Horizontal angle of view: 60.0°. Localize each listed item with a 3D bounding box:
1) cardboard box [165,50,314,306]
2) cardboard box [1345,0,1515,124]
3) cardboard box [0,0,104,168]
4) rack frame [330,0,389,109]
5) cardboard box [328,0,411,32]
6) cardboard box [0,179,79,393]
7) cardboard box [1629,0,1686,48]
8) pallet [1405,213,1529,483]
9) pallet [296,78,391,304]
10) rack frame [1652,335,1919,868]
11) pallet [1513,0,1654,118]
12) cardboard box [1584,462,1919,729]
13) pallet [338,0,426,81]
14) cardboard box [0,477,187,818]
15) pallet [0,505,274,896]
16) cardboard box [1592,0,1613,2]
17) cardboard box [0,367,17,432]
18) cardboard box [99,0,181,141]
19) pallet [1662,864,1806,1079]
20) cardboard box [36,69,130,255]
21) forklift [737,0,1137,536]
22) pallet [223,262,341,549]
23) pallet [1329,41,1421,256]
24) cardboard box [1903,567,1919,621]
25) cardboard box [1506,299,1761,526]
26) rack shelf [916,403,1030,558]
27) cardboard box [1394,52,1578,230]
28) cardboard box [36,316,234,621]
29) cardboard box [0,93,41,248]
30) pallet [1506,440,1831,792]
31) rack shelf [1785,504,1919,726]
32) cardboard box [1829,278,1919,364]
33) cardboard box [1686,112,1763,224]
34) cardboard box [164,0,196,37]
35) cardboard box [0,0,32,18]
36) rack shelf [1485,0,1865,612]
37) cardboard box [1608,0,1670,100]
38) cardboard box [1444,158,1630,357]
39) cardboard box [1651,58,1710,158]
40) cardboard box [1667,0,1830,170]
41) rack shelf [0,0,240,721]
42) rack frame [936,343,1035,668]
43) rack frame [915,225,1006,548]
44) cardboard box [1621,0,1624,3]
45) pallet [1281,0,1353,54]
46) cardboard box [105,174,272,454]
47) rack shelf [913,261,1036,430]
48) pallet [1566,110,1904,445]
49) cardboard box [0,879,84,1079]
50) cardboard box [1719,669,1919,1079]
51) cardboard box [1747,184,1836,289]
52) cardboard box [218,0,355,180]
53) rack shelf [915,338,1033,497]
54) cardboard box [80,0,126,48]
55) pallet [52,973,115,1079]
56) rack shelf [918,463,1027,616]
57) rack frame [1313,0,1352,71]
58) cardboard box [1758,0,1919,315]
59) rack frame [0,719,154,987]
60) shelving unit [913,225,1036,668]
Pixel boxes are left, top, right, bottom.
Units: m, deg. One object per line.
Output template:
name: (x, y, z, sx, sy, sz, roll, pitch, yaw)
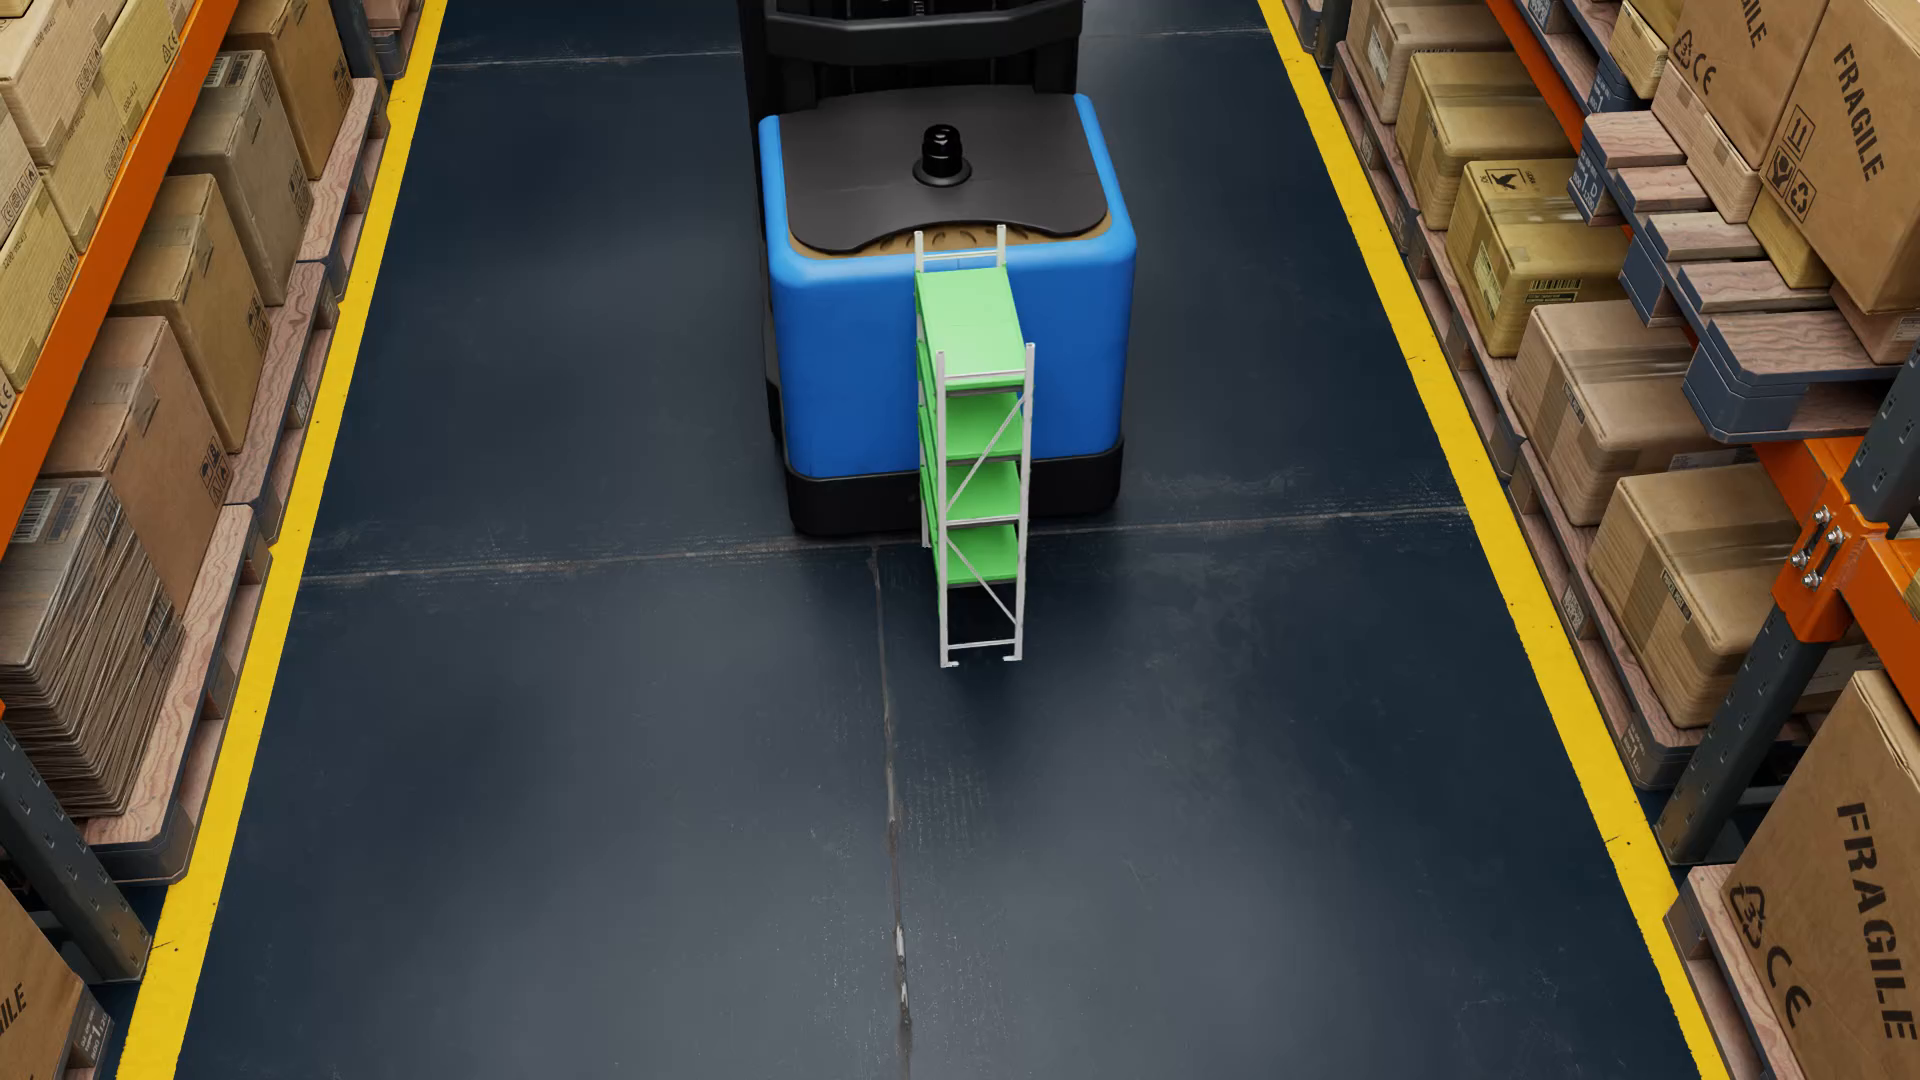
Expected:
cardboard box: (-2.789, -1.213, 5.679, 0.875, 0.625, 0.625, -4, 47, -4)
cardboard box: (2.091, -1.990, 6.589, 0.950, 0.372, 0.625, -3, 47, -3)
cardboard box: (-2.427, -1.129, 4.012, 0.500, 0.250, 0.500, -5, 47, -4)
rack frame: (-2.901, -2.824, 5.859, 1.000, 3.000, 0.127, -3, 47, -3)
cardboard box: (-2.612, -2.393, 7.055, 0.500, 0.250, 0.500, -3, 47, -3)
cardboard box: (-2.397, -0.579, 3.835, 0.500, 0.250, 0.500, -4, 47, -4)
cardboard box: (1.967, -1.566, 4.104, 0.500, 0.500, 0.500, -6, 47, -6)
pallet: (2.217, -0.722, 5.788, 1.003, 0.211, 1.213, -3, 47, -3)
pallet: (-2.801, -1.335, 6.369, 1.003, 0.211, 1.213, -3, 47, -3)
rack frame: (2.380, -0.235, 3.406, 1.000, 3.000, 0.127, -3, 47, -3)
pallet: (2.173, -1.598, 4.830, 1.003, 0.211, 1.213, -3, 47, -3)
cardboard box: (2.342, 0.115, 4.596, 0.950, 0.372, 0.625, -6, 47, -6)
pallet: (-2.926, -2.443, 7.419, 1.003, 0.211, 1.213, -3, 47, -3)
cardboard box: (-2.605, 0.290, 4.256, 0.875, 0.625, 0.625, -2, 47, -2)
pallet: (-2.596, 0.431, 4.697, 1.003, 0.211, 1.213, -3, 47, -3)
cardboard box: (1.909, -1.632, 4.613, 0.380, 0.149, 0.250, -5, 47, -5)
cardboard box: (-2.360, -0.215, 3.490, 0.500, 0.250, 0.500, -3, 47, -3)
cardboard box: (-2.489, -1.326, 4.543, 0.500, 0.250, 0.500, -2, 47, -2)
pallet: (2.370, 1.299, 3.874, 1.003, 0.211, 1.213, -3, 47, -3)
cardboard box: (-2.447, -0.951, 4.188, 0.500, 0.250, 0.500, -5, 47, -5)
forklift: (-0.191, -2.100, 5.221, 1.130, 2.935, 3.031, -5, 47, -5)
pallet: (-2.695, -0.450, 5.531, 1.003, 0.211, 1.213, -3, 47, -3)
pallet: (2.111, -1.607, 6.626, 1.003, 0.211, 1.213, -3, 47, -3)
cardboard box: (2.170, 0.186, 3.111, 0.500, 0.250, 0.500, -4, 47, -4)
cardboard box: (2.272, -0.418, 5.101, 0.950, 0.372, 0.625, -4, 47, -4)
rack shelf: (0.031, -0.183, 4.685, 0.258, 0.148, 0.480, -5, 47, -5)
cardboard box: (2.155, -1.470, 6.097, 0.950, 0.372, 0.625, -1, 47, -1)
cardboard box: (-2.668, -0.182, 4.703, 0.875, 0.625, 0.625, -2, 47, -2)
cardboard box: (-2.401, -0.749, 3.652, 0.500, 0.250, 0.500, -2, 47, -2)
pallet: (2.316, 0.159, 4.954, 1.003, 0.211, 1.213, -3, 47, -3)
rack shelf: (2.547, 1.460, 2.297, 1.077, 0.370, 4.000, -3, 47, -3)
cardboard box: (2.118, -0.515, 3.556, 0.380, 0.149, 0.250, -2, 47, -2)
cardboard box: (1.957, -0.885, 3.906, 0.380, 0.149, 0.250, -4, 47, -4)
cardboard box: (-2.540, -1.699, 4.897, 0.500, 0.250, 0.500, -3, 47, -3)
cardboard box: (-2.418, -1.369, 3.965, 0.380, 0.149, 0.250, -3, 47, -2)
rack shelf: (2.212, -1.434, 5.038, 1.077, 0.370, 4.000, -3, 47, -3)
cardboard box: (1.907, -1.265, 4.266, 0.380, 0.149, 0.250, -3, 47, -3)
cardboard box: (2.215, -0.967, 5.621, 0.950, 0.372, 0.625, -2, 47, -2)
cardboard box: (1.944, -1.067, 4.079, 0.380, 0.149, 0.250, -5, 47, -5)
cardboard box: (2.010, -1.201, 3.759, 0.500, 0.500, 0.500, -4, 47, -4)
rack shelf: (-2.734, -1.130, 4.750, 1.077, 0.370, 4.000, -3, 47, -3)
rack frame: (0.062, -0.052, 4.472, 0.240, 1.200, 0.015, -5, 47, -5)
rack frame: (0.001, -0.403, 4.805, 0.240, 1.200, 0.015, -5, 47, -5)
cardboard box: (2.012, -1.455, 4.446, 0.380, 0.149, 0.250, -3, 47, -3)
pallet: (1.953, -2.654, 7.618, 1.003, 0.211, 1.213, -3, 47, -3)
cardboard box: (-2.724, -0.669, 5.164, 0.875, 0.625, 0.625, -5, 47, -5)
rack shelf: (0.031, -0.513, 4.337, 0.258, 0.148, 0.480, -5, 47, -5)
pallet: (2.214, -0.678, 3.958, 1.213, 0.211, 1.003, -3, 47, -3)
cardboard box: (-2.317, 1.078, 3.596, 0.500, 0.500, 0.500, -2, 47, -2)
cardboard box: (2.355, 0.856, 3.547, 0.875, 0.875, 0.875, -4, 47, -4)
cardboard box: (2.023, -0.705, 3.736, 0.380, 0.149, 0.250, -3, 47, -3)
cardboard box: (-2.846, -1.775, 6.212, 0.875, 0.625, 0.625, -2, 47, -2)
rack shelf: (0.031, -0.348, 4.511, 0.258, 0.148, 0.480, -5, 47, -5)
cardboard box: (-2.495, -1.497, 4.360, 0.500, 0.250, 0.500, -3, 47, -3)
pallet: (-2.542, 1.571, 3.617, 1.003, 0.211, 1.213, -3, 47, -3)
rack shelf: (0.031, -0.018, 4.860, 0.258, 0.148, 0.480, -5, 47, -5)
rack frame: (2.045, -3.129, 6.147, 1.000, 3.000, 0.127, -3, 47, -3)
cardboard box: (2.064, -0.828, 3.405, 0.500, 0.500, 0.500, -5, 47, -4)
rack frame: (-2.566, 0.070, 3.118, 1.000, 3.000, 0.127, -3, 47, -3)
shelving unit: (0.031, -0.227, 4.639, 0.258, 1.200, 0.503, -5, 47, -5)
